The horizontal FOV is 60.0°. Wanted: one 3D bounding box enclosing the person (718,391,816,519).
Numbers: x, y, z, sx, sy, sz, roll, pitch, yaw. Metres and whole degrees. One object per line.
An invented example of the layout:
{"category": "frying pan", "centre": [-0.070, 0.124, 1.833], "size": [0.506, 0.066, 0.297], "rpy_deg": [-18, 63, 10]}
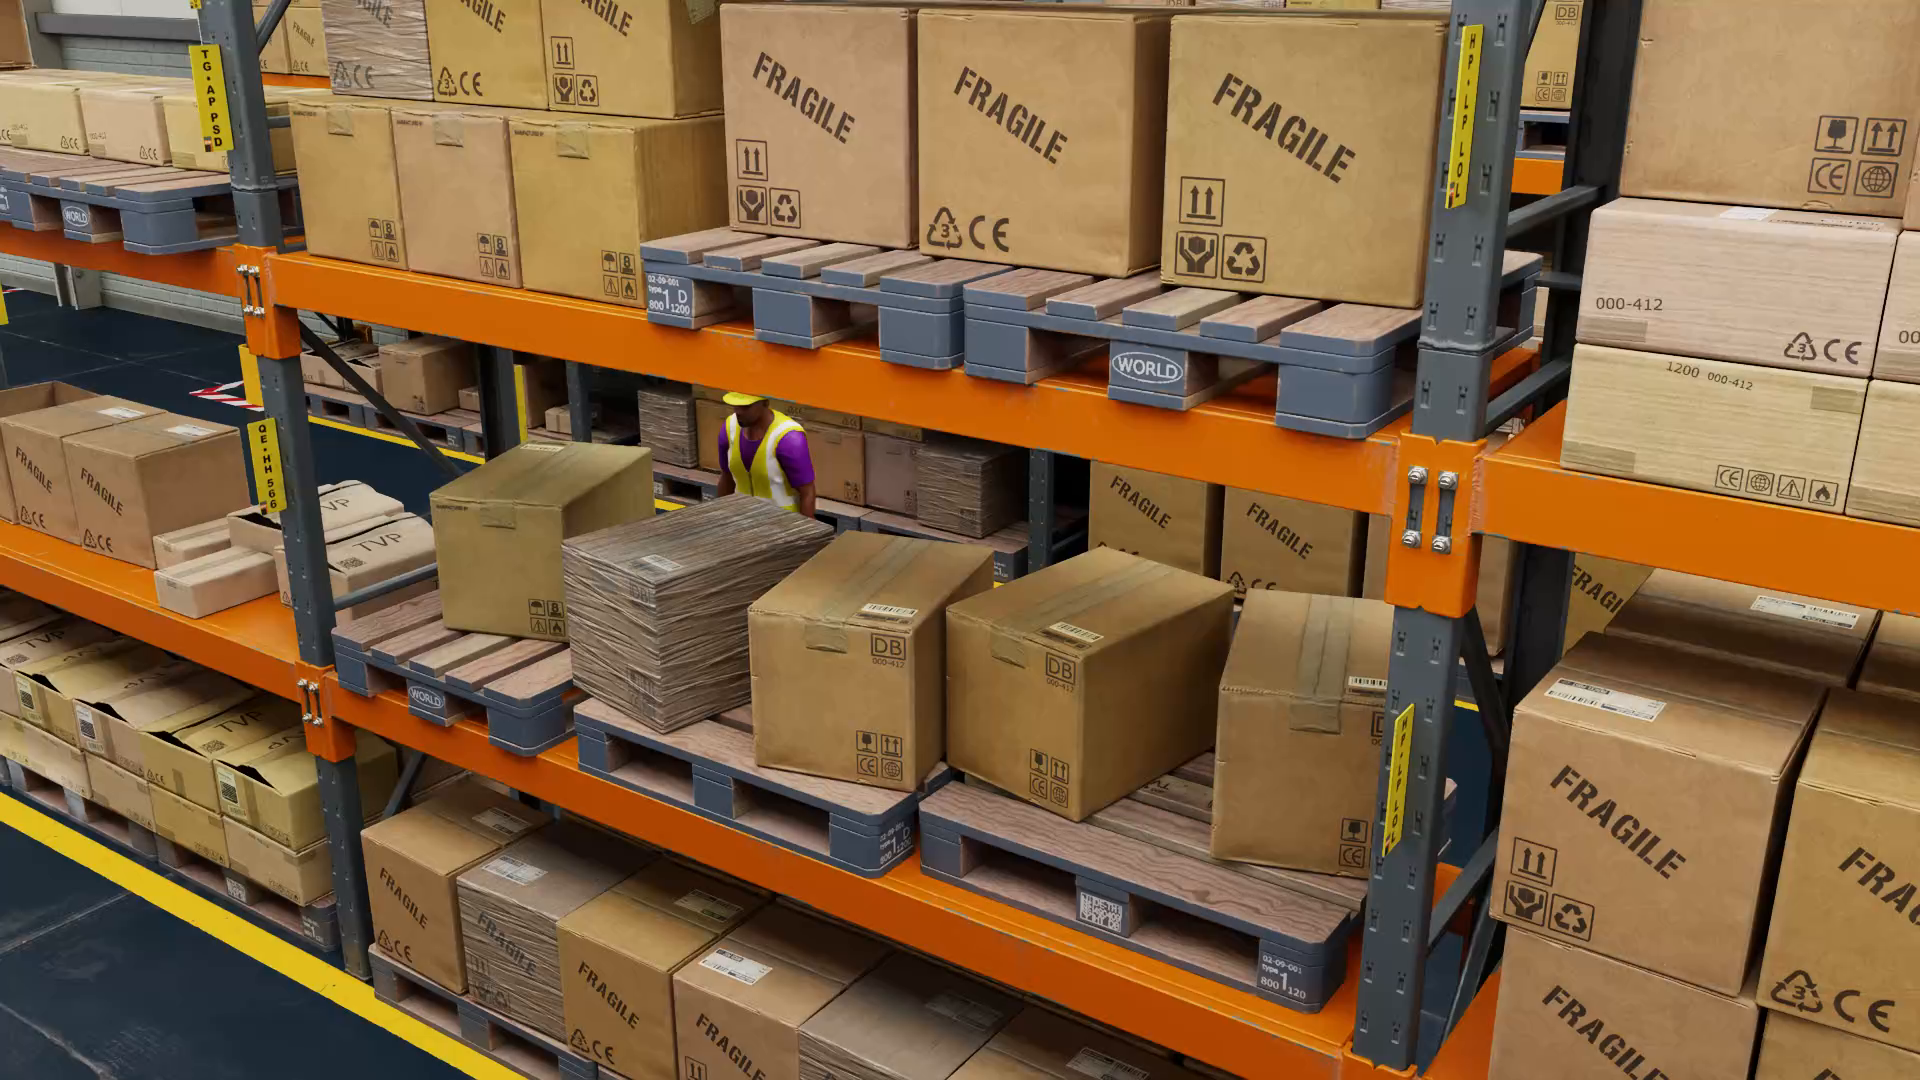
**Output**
{"category": "person", "centre": [-1.036, -0.057, 8.707], "size": [0.627, 1.757, 0.461], "rpy_deg": [13, 23, 32]}
